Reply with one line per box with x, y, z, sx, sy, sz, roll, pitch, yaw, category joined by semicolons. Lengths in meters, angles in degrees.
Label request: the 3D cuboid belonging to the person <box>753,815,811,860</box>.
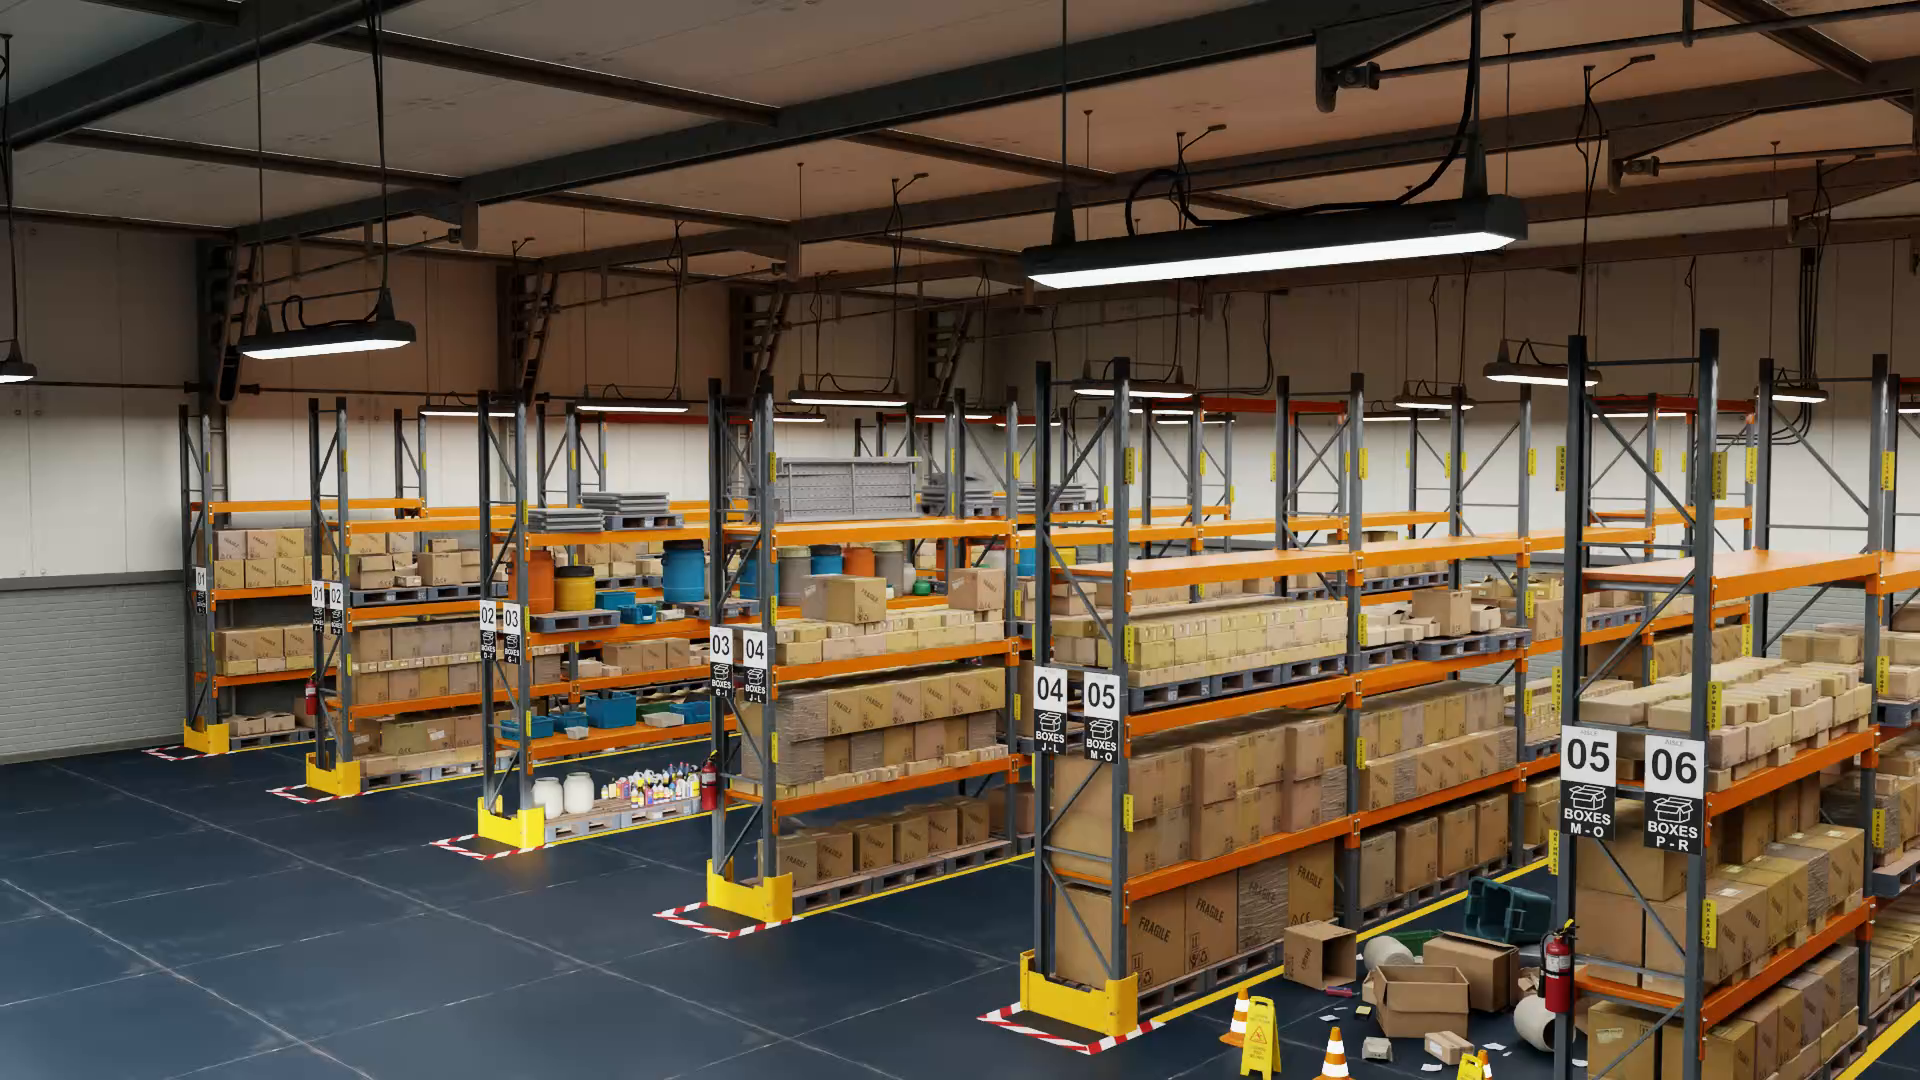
-2.273;3.190;21.165;0.853;1.669;0.582;-3;4;-41;person
